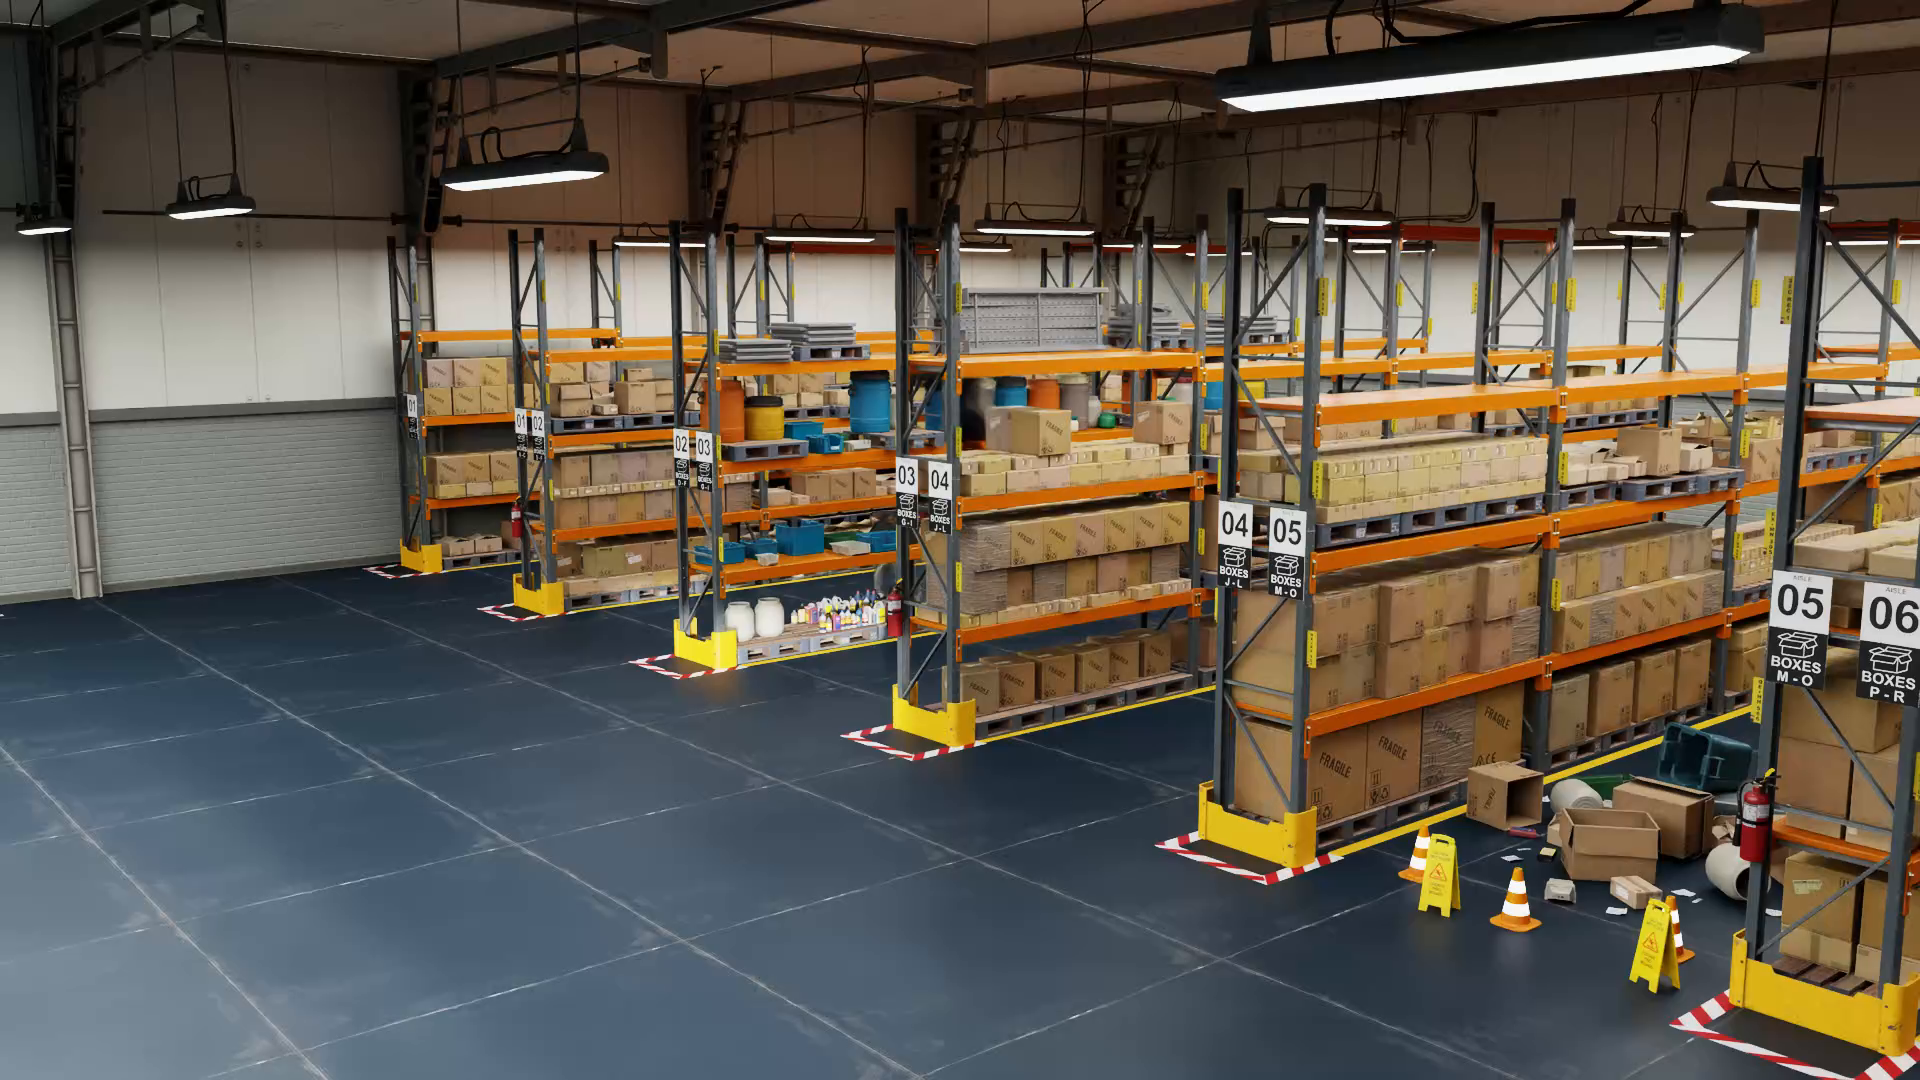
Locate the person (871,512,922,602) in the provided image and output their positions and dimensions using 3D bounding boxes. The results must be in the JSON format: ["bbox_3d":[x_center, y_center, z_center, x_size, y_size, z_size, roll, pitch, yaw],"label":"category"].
[{"bbox_3d":[-1.023,0.346,26.536,1.001,1.598,0.597,-6,11,-33],"label":"person"}]

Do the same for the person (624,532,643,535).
[{"bbox_3d":[-5.769,-0.268,29.779,0.674,1.740,0.782,8,12,42],"label":"person"}]
